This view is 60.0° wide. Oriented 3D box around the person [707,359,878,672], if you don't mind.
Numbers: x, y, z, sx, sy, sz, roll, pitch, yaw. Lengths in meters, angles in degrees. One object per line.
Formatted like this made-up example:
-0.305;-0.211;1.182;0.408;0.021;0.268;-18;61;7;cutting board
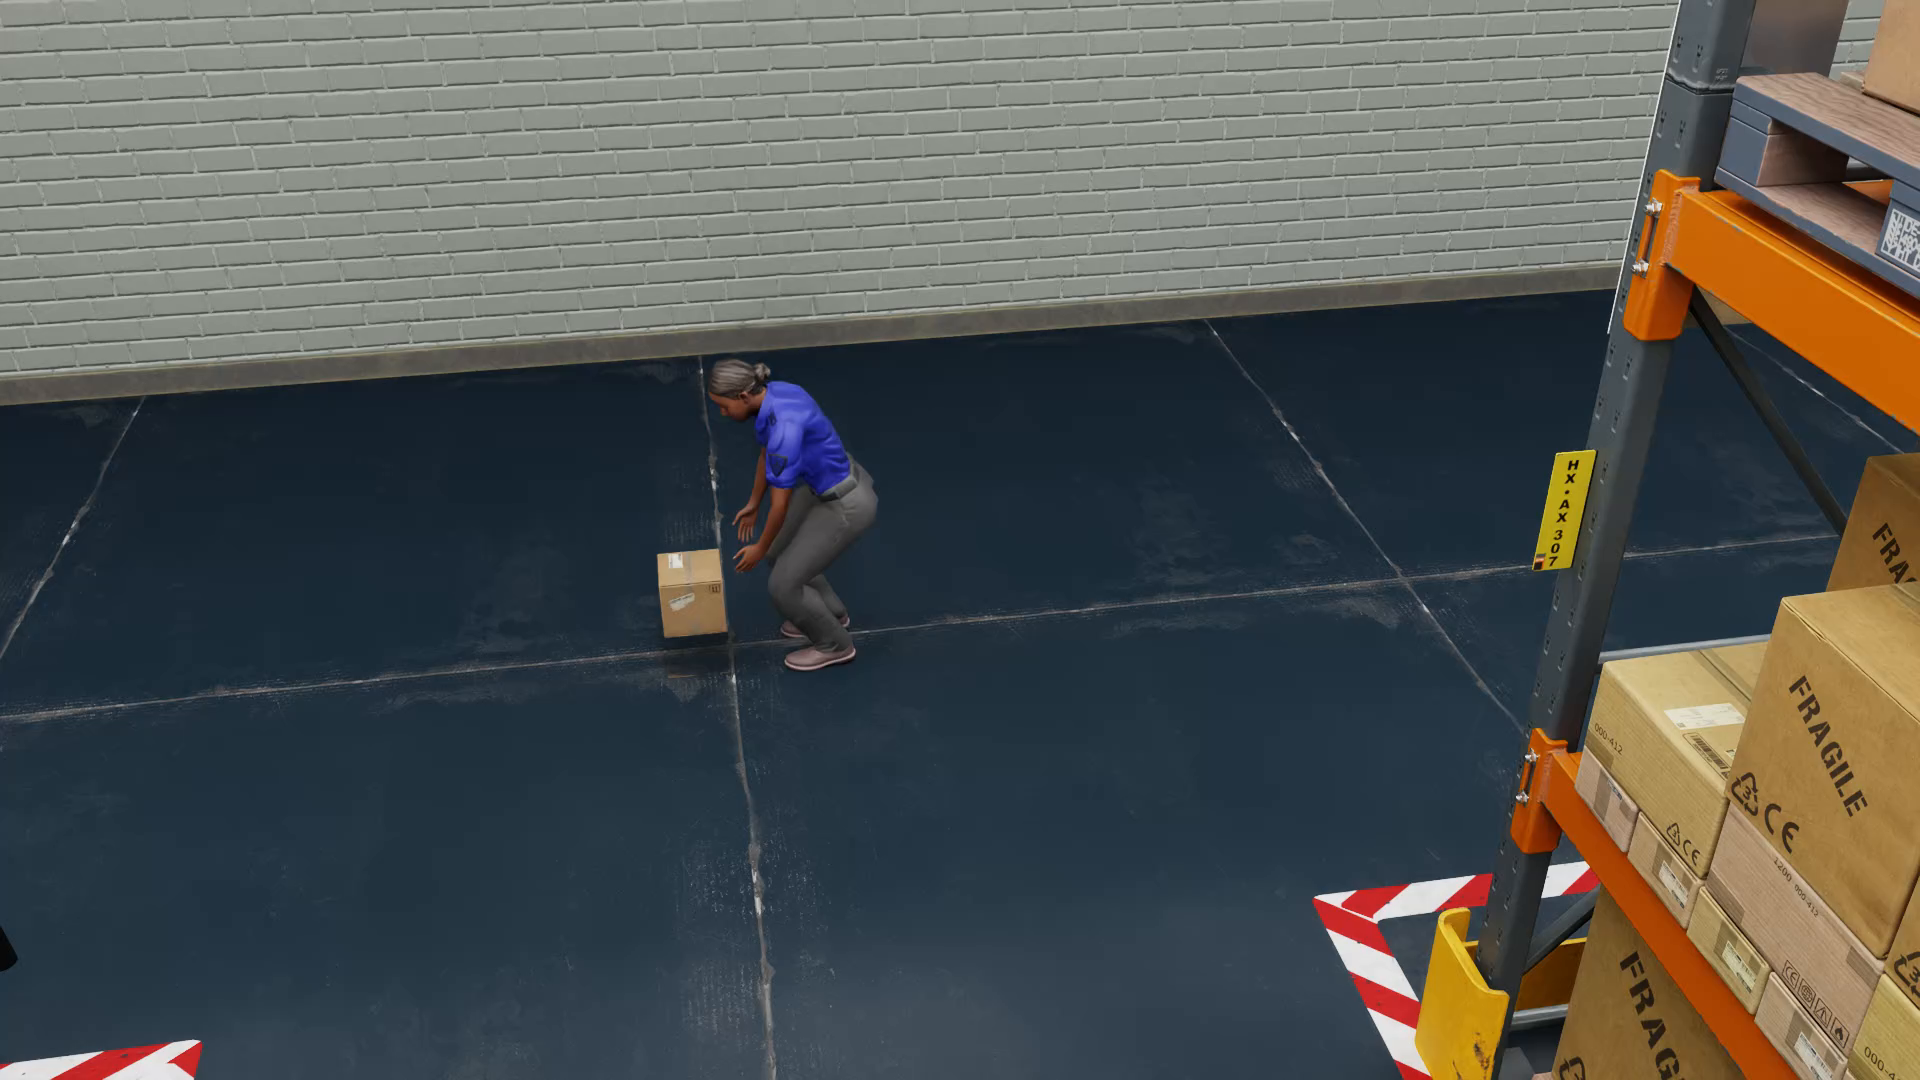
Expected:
-0.640;-0.110;6.618;0.635;1.364;0.496;-5;31;-9;person
